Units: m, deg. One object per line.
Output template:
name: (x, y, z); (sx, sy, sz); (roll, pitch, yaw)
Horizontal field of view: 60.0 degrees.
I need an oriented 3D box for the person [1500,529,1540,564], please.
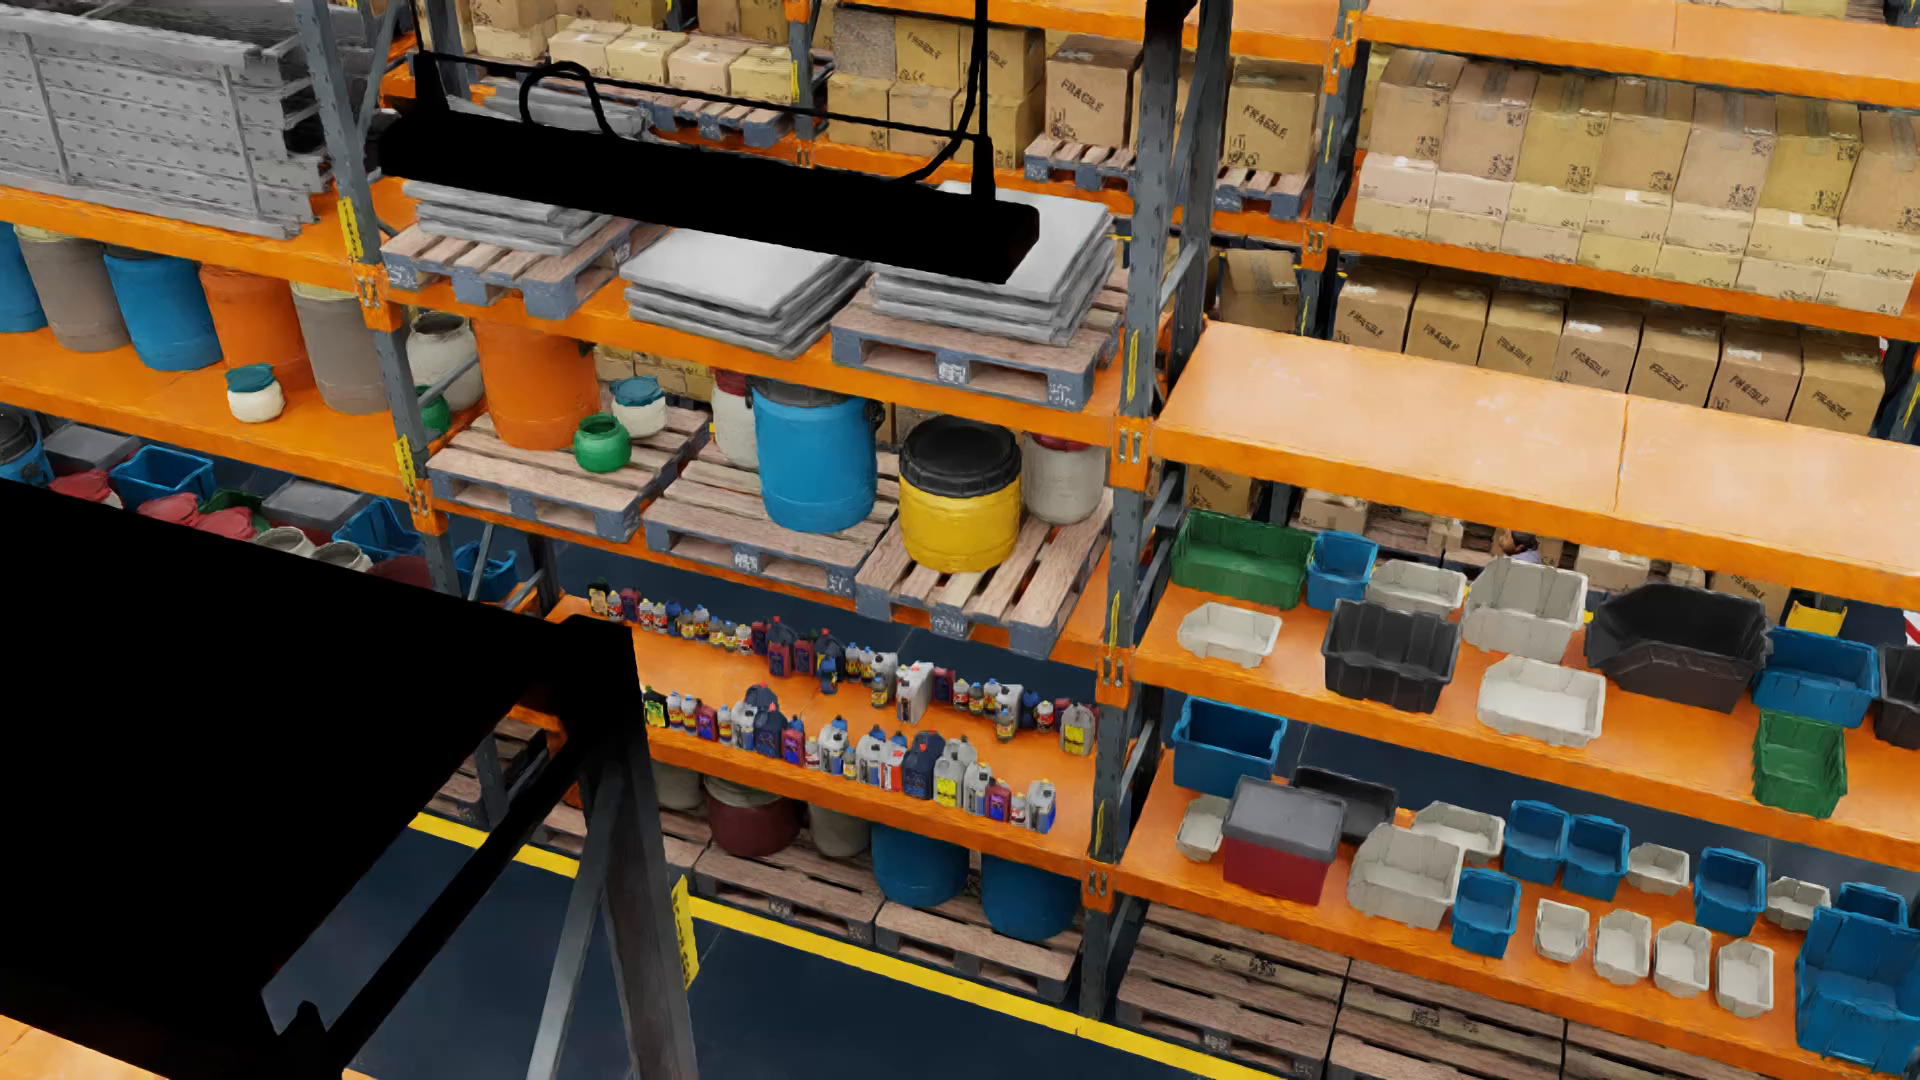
person: (3.719, 0.561, 11.292); (1.000, 1.589, 0.493); (12, 38, 16)
